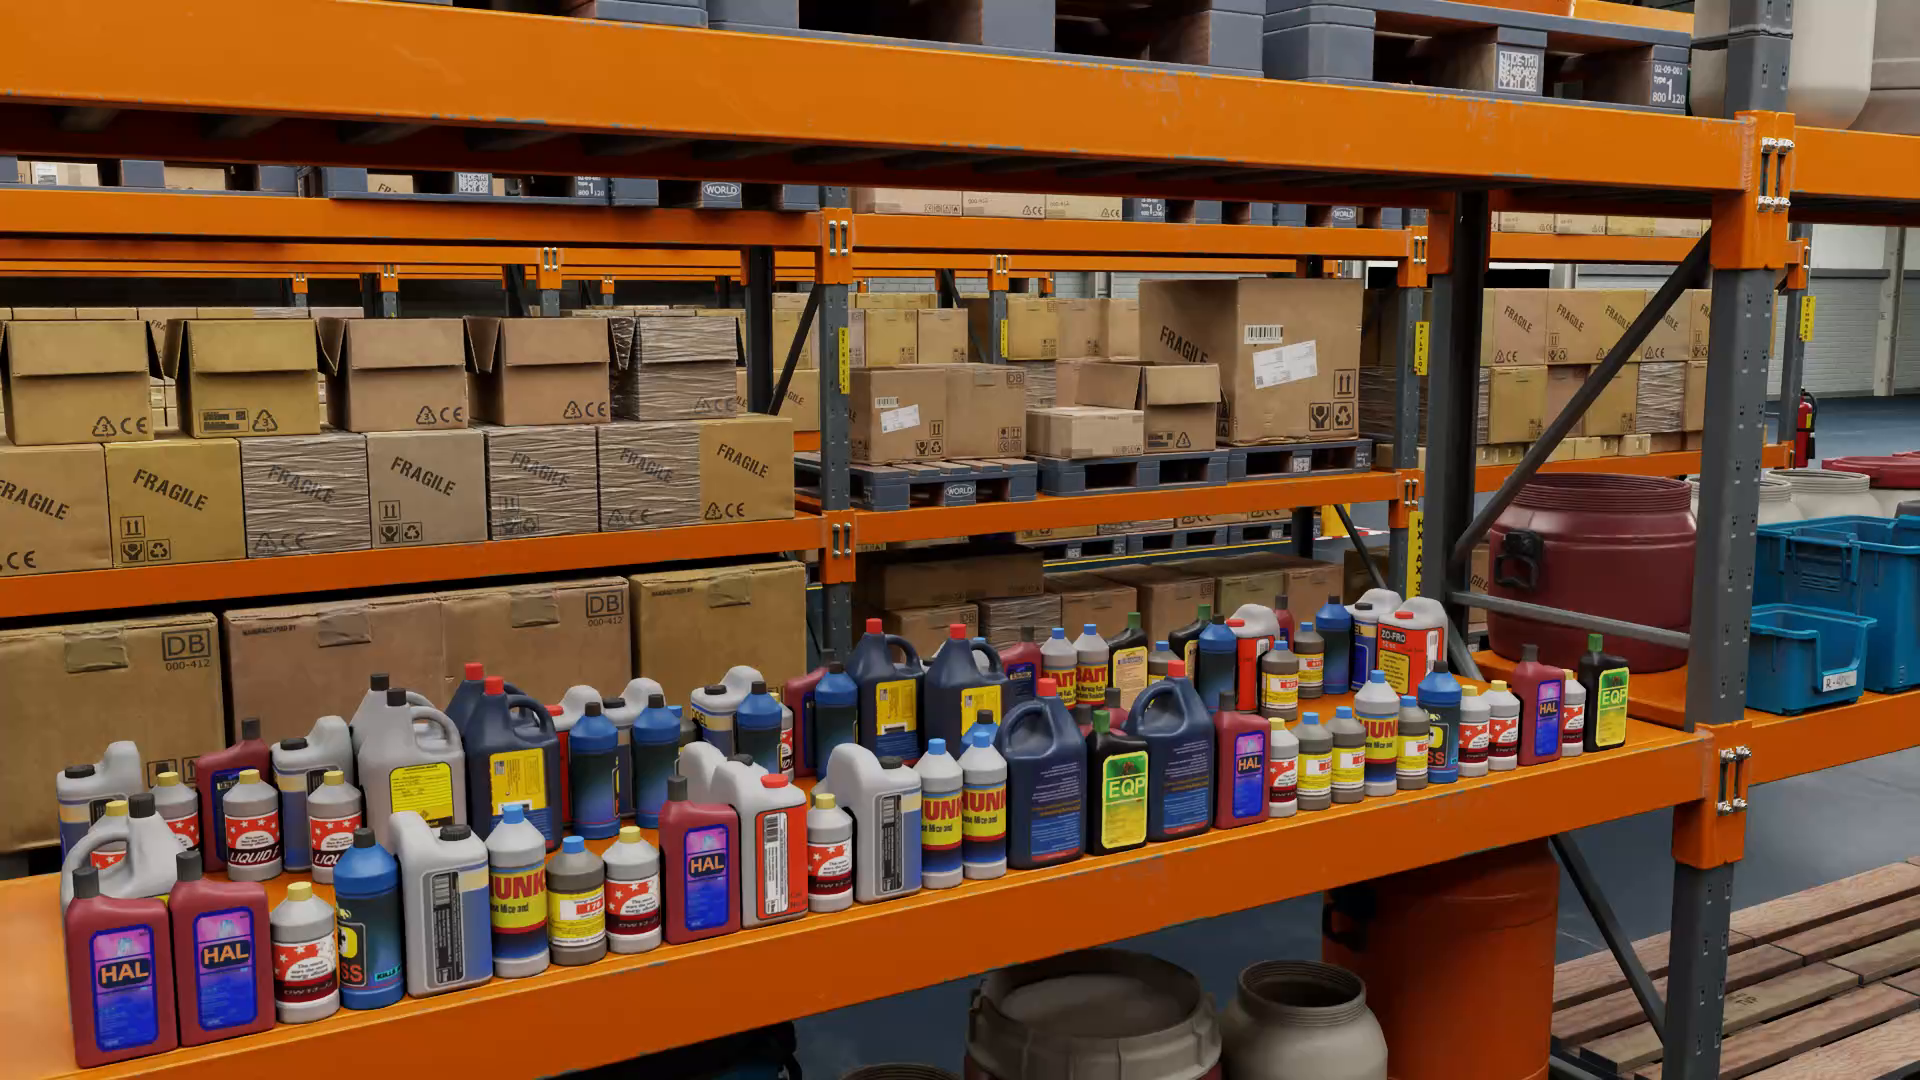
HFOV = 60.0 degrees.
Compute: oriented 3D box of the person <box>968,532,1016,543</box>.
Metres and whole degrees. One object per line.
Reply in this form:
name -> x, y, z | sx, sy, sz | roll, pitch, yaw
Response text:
person -> 0.242, -0.182, 12.114 | 0.420, 1.651, 0.537 | -5, 10, -31
